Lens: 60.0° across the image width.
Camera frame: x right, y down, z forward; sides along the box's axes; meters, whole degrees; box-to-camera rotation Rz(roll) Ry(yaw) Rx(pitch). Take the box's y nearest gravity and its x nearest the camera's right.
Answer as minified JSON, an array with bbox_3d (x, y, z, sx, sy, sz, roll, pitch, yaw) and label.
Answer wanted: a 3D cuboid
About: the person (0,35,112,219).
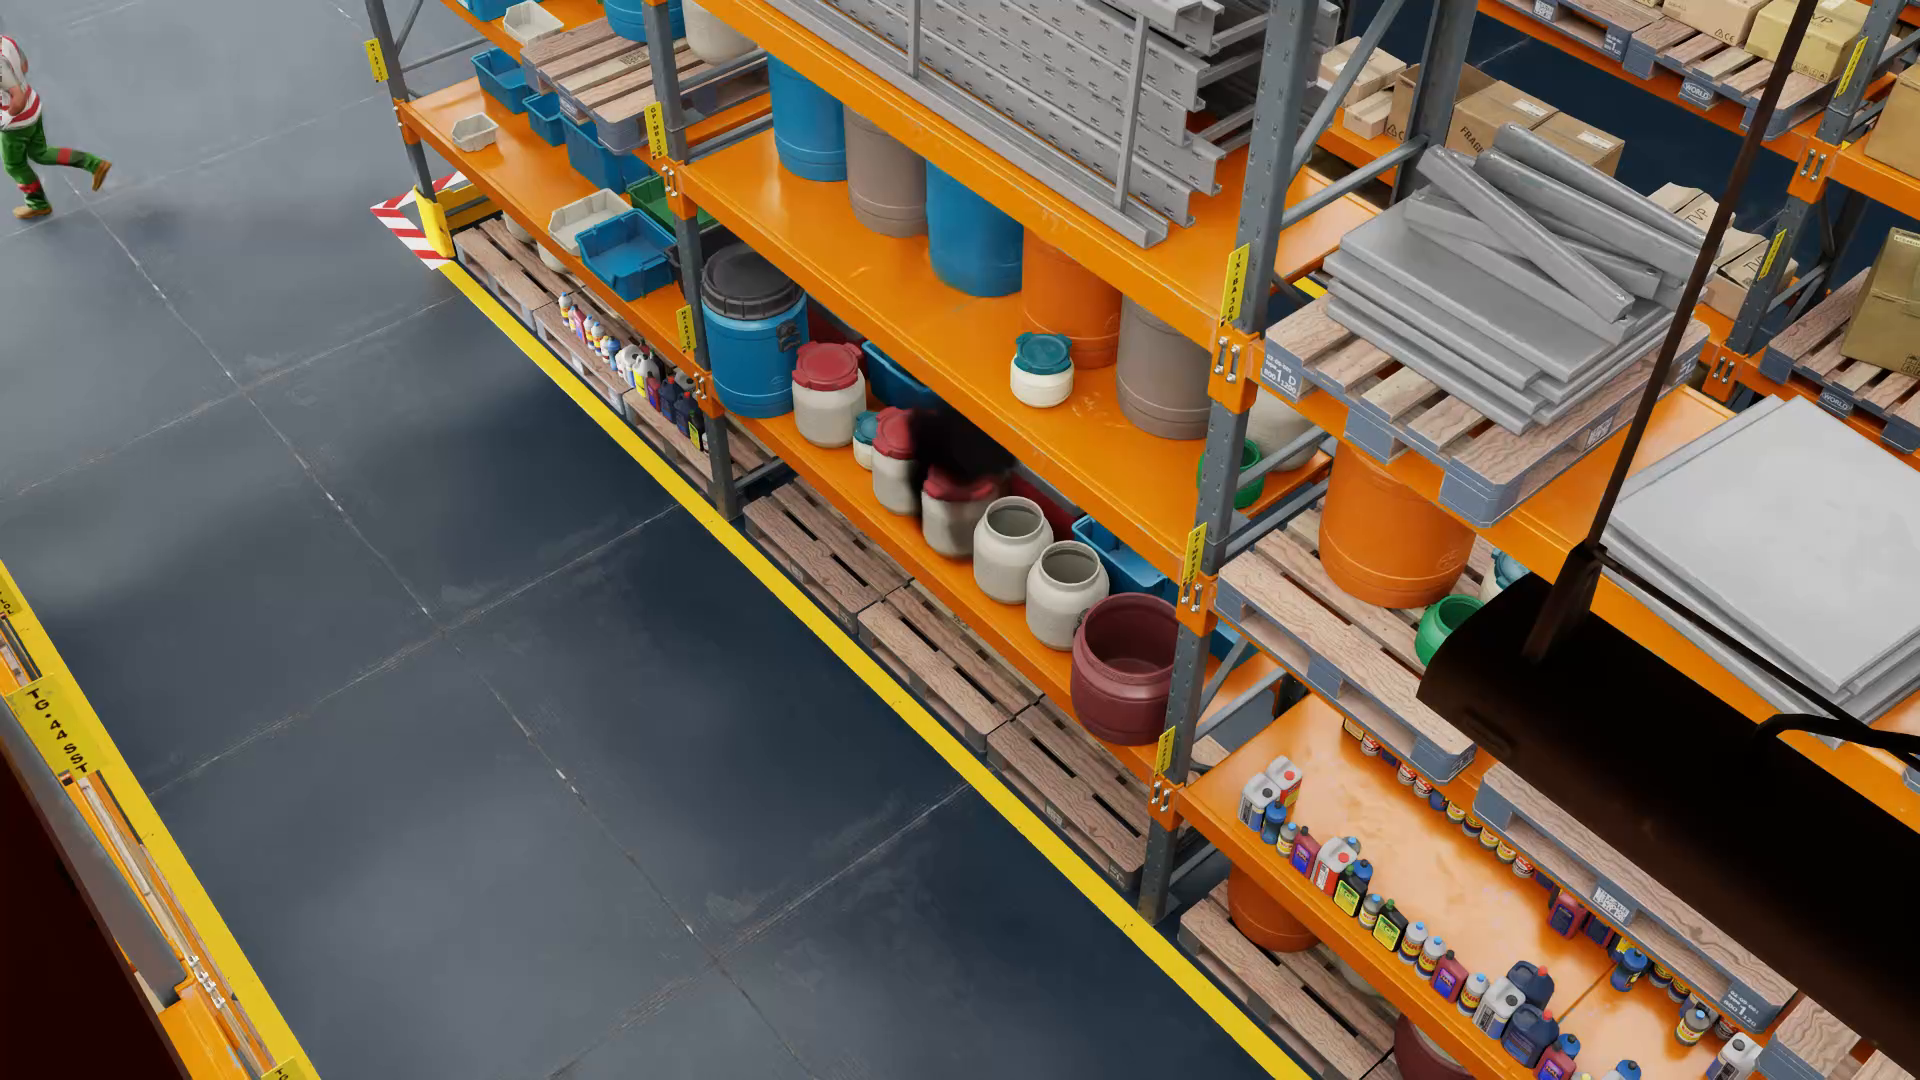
[{"bbox_3d":[-7.263,-3.280,12.886,0.820,1.772,0.666,-6,47,-6],"label":"person"}]
